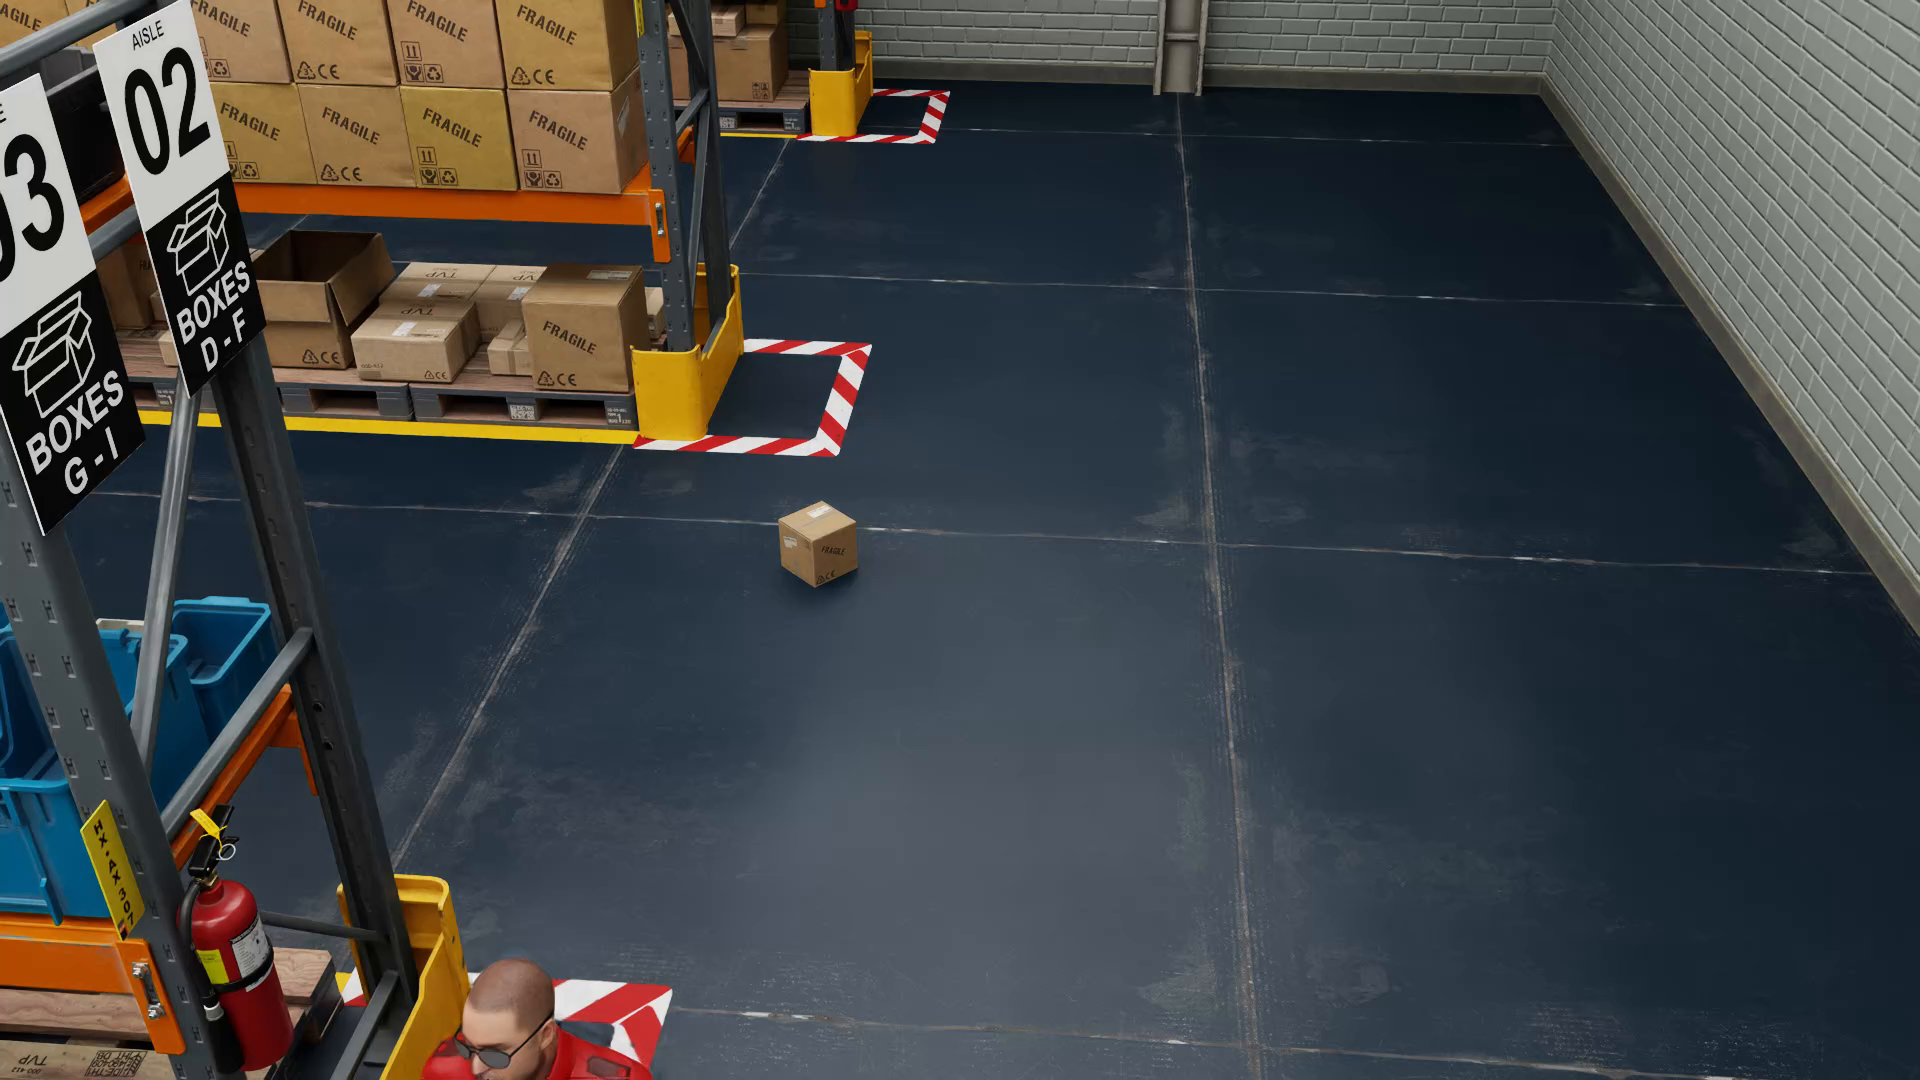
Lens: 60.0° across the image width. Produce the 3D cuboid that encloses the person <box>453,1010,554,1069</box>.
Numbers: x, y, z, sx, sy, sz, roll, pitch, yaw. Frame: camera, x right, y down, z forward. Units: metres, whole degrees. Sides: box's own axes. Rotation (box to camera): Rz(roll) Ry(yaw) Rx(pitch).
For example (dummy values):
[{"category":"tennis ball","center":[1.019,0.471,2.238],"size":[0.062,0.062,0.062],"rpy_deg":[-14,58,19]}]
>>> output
[{"category":"person","center":[-0.866,1.569,3.586],"size":[0.439,1.519,0.725],"rpy_deg":[8,33,13]}]
